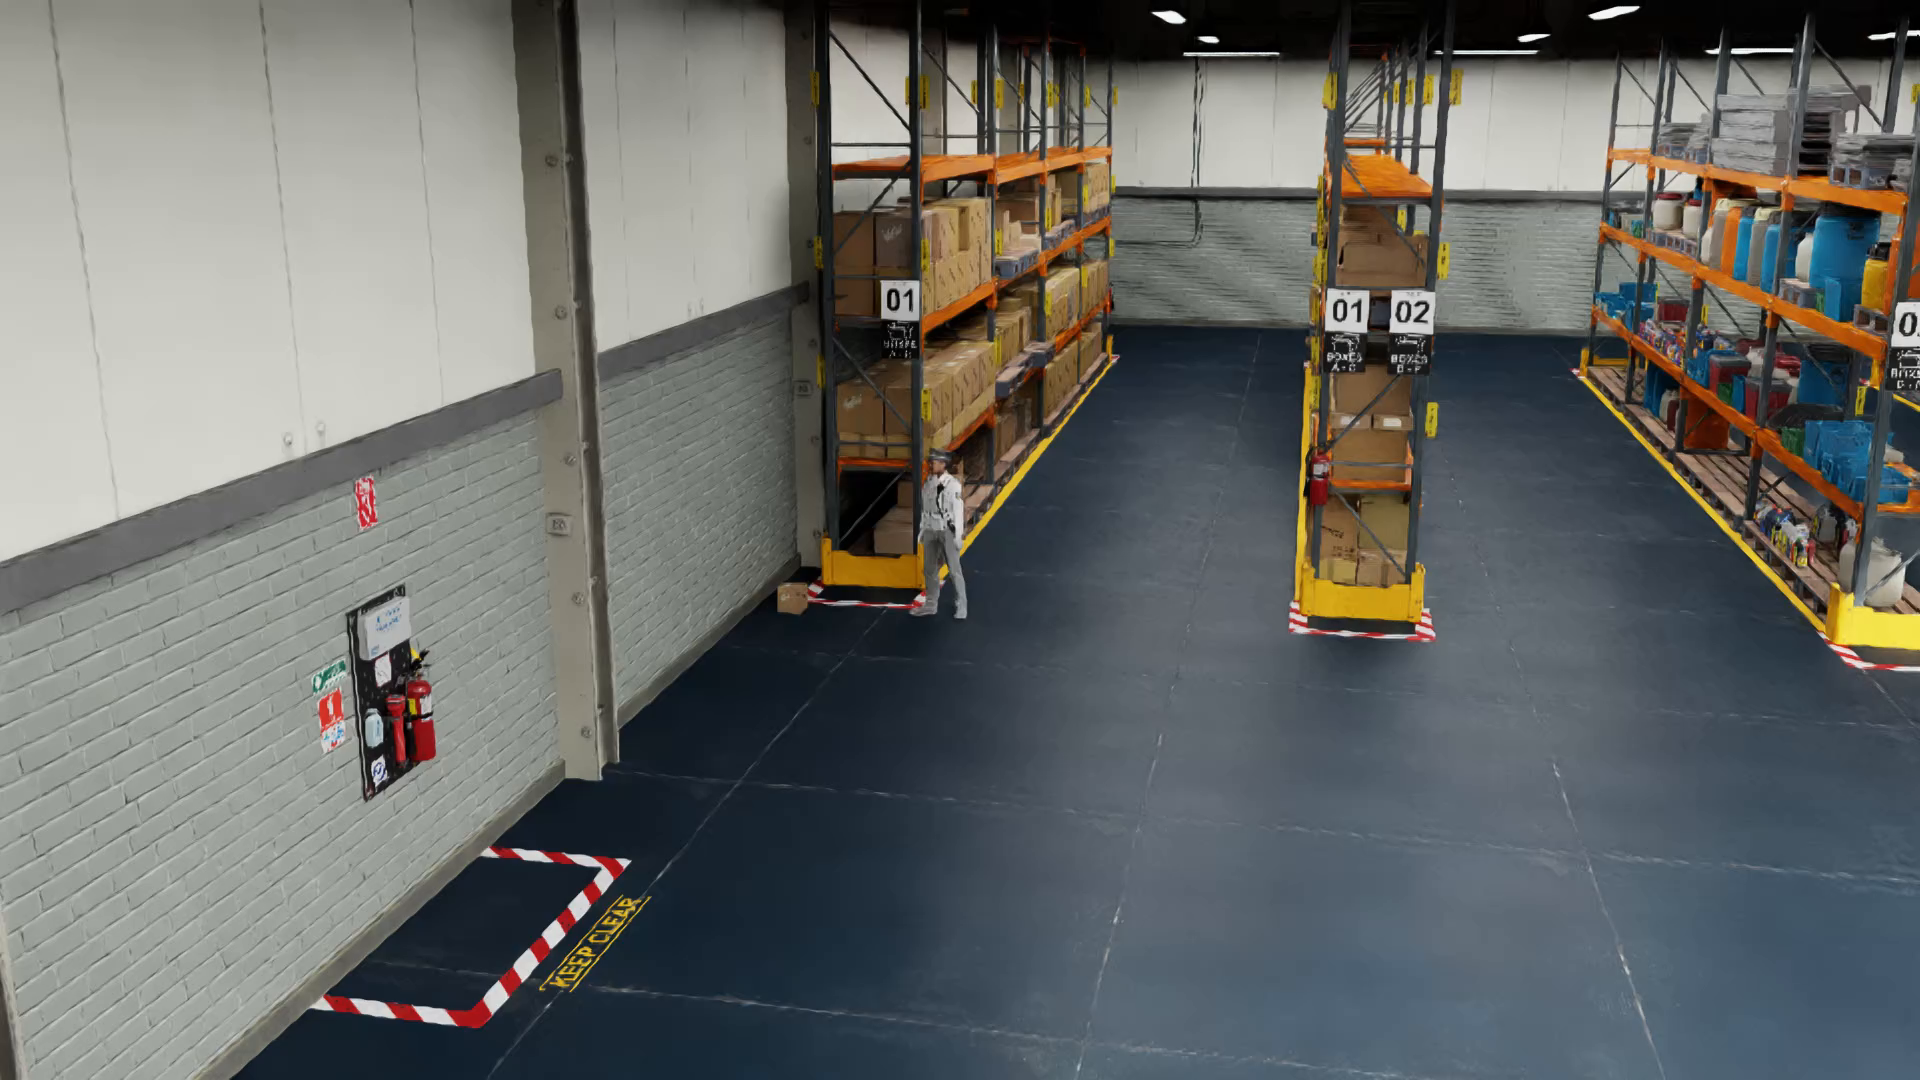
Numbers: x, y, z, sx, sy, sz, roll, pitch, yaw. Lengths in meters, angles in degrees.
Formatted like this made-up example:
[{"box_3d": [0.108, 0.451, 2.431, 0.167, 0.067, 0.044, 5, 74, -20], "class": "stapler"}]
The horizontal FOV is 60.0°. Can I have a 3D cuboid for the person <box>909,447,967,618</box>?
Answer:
[{"box_3d": [-0.177, -0.071, 16.206, 0.534, 1.688, 0.451, 14, 20, 43], "class": "person"}]
